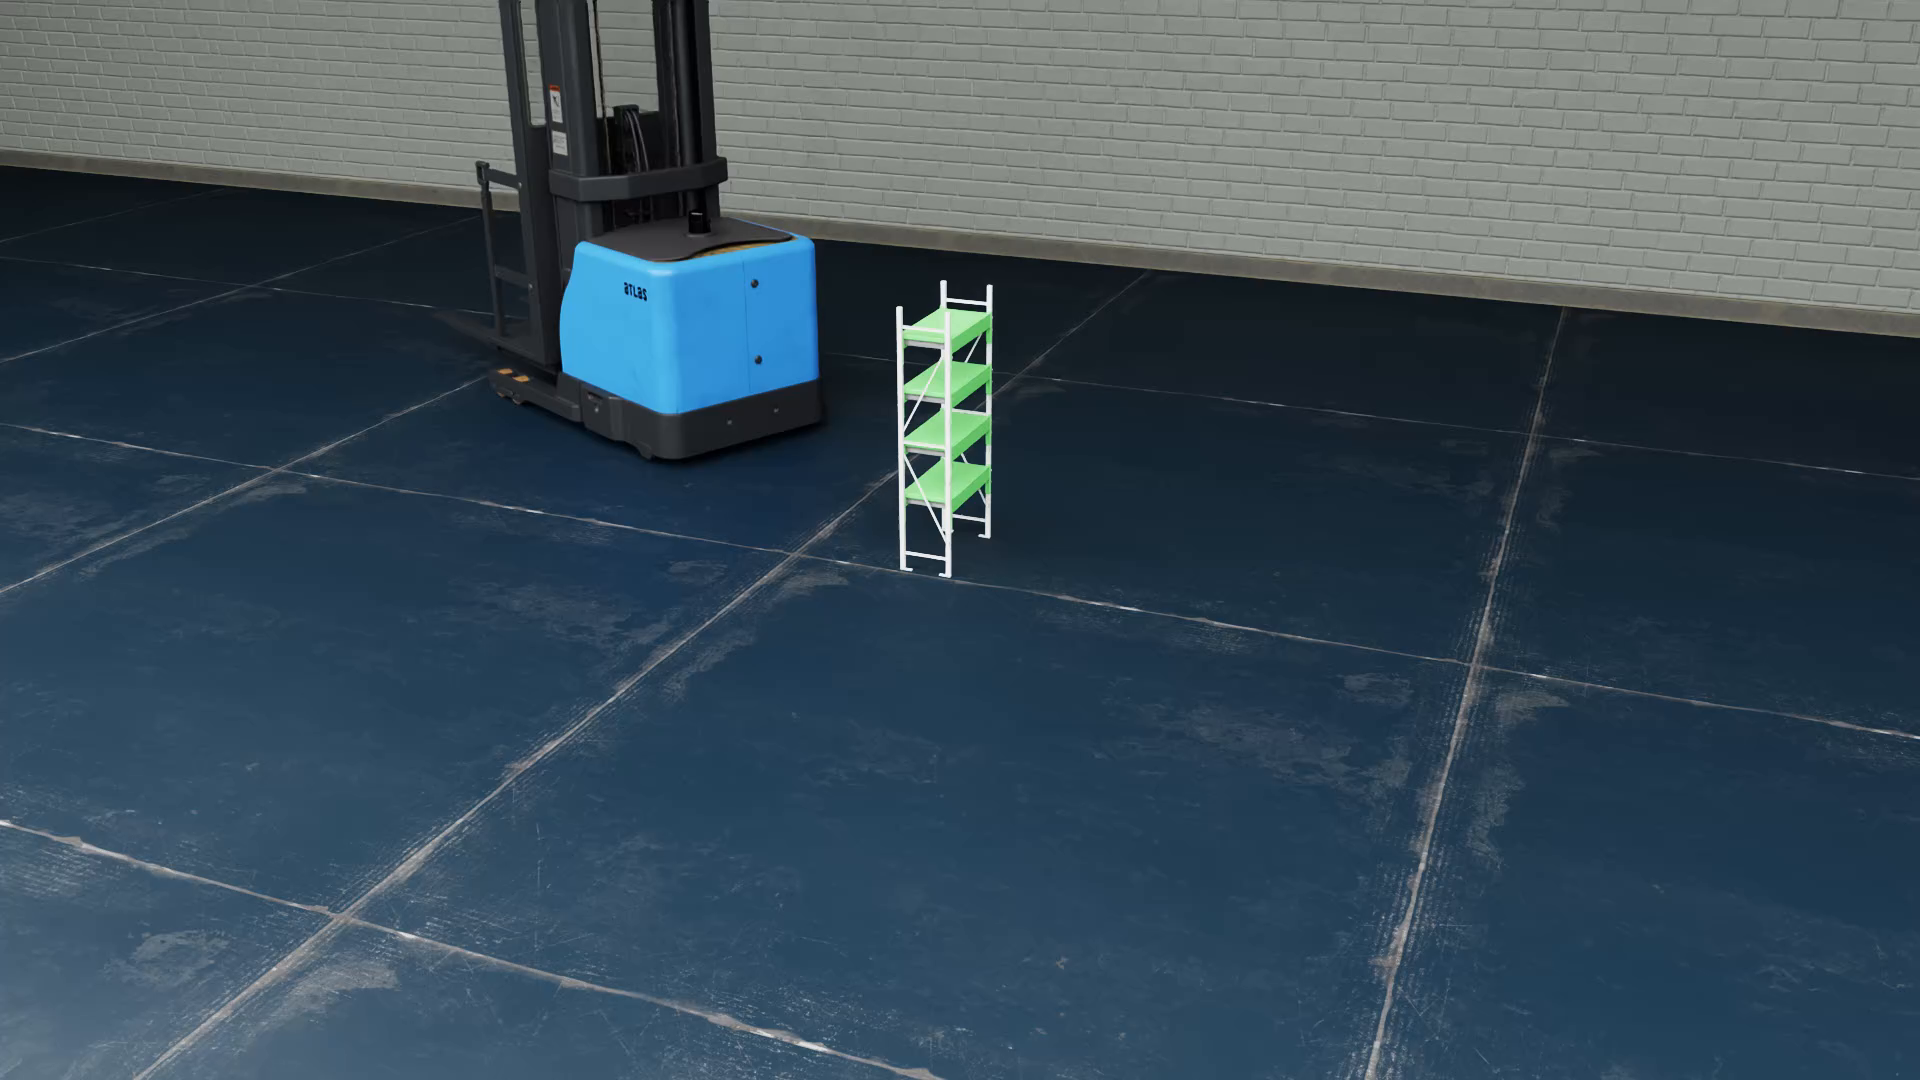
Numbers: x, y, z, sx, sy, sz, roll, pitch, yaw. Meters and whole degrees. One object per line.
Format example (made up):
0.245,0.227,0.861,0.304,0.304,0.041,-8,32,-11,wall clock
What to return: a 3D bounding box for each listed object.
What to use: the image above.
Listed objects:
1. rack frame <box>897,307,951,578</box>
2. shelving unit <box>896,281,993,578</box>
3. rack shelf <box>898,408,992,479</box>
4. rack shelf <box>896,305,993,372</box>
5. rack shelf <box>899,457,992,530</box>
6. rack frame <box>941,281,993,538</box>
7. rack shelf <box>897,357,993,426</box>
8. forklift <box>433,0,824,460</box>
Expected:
-0.152,-0.407,7.168,0.240,1.200,0.015,9,24,20,rack frame
-0.061,-0.494,7.377,0.258,1.200,0.503,9,24,20,shelving unit
-0.061,-0.435,7.402,0.258,0.148,0.480,9,24,20,rack shelf
-0.062,-0.878,7.217,0.258,0.148,0.480,9,24,20,rack shelf
-0.061,-0.214,7.494,0.258,0.148,0.480,9,24,20,rack shelf
0.029,-0.582,7.586,0.240,1.200,0.015,9,24,20,rack frame
-0.061,-0.657,7.309,0.258,0.148,0.480,9,24,20,rack shelf
-2.113,-2.252,9.338,1.130,2.935,3.031,-19,29,-38,forklift
